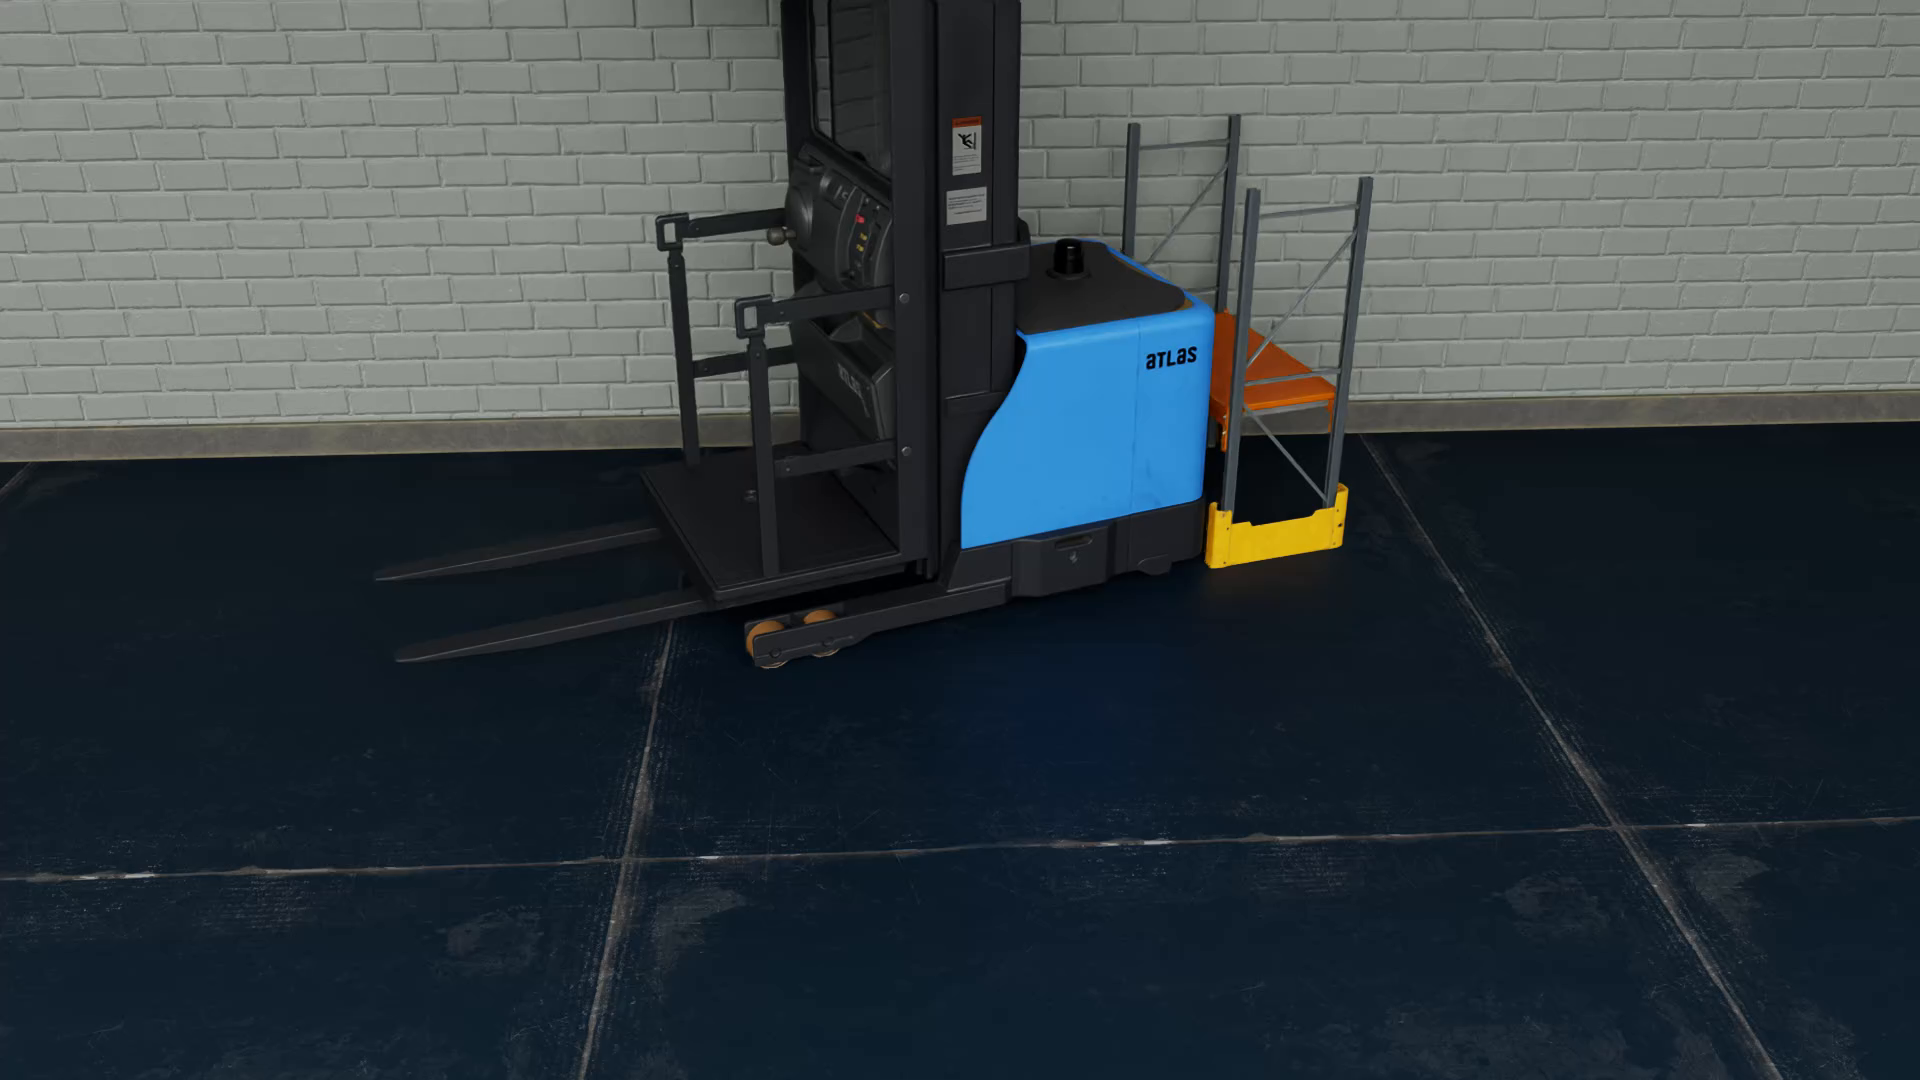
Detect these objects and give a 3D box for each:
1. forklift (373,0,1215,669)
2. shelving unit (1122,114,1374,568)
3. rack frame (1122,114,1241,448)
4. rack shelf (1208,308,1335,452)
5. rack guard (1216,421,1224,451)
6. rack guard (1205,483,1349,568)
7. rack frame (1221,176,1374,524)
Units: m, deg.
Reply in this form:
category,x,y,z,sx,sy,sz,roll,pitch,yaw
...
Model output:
category,x,y,z,sx,sy,sz,roll,pitch,yaw
forklift,-0.613,-1.122,5.733,3.031,2.935,1.130,-11,30,-21
shelving unit,1.092,-0.831,6.721,0.587,1.500,1.083,-9,29,-17
rack frame,0.921,-1.057,7.154,0.500,1.500,0.032,-9,29,-17
rack shelf,1.089,-0.675,6.812,0.538,0.185,1.000,-9,29,-17
rack guard,0.928,-0.494,7.427,0.587,0.250,0.087,-9,29,-17
rack guard,1.256,-0.059,6.594,0.587,0.250,0.087,-9,29,-17
rack frame,1.257,-0.613,6.303,0.500,1.500,0.032,-9,29,-17
